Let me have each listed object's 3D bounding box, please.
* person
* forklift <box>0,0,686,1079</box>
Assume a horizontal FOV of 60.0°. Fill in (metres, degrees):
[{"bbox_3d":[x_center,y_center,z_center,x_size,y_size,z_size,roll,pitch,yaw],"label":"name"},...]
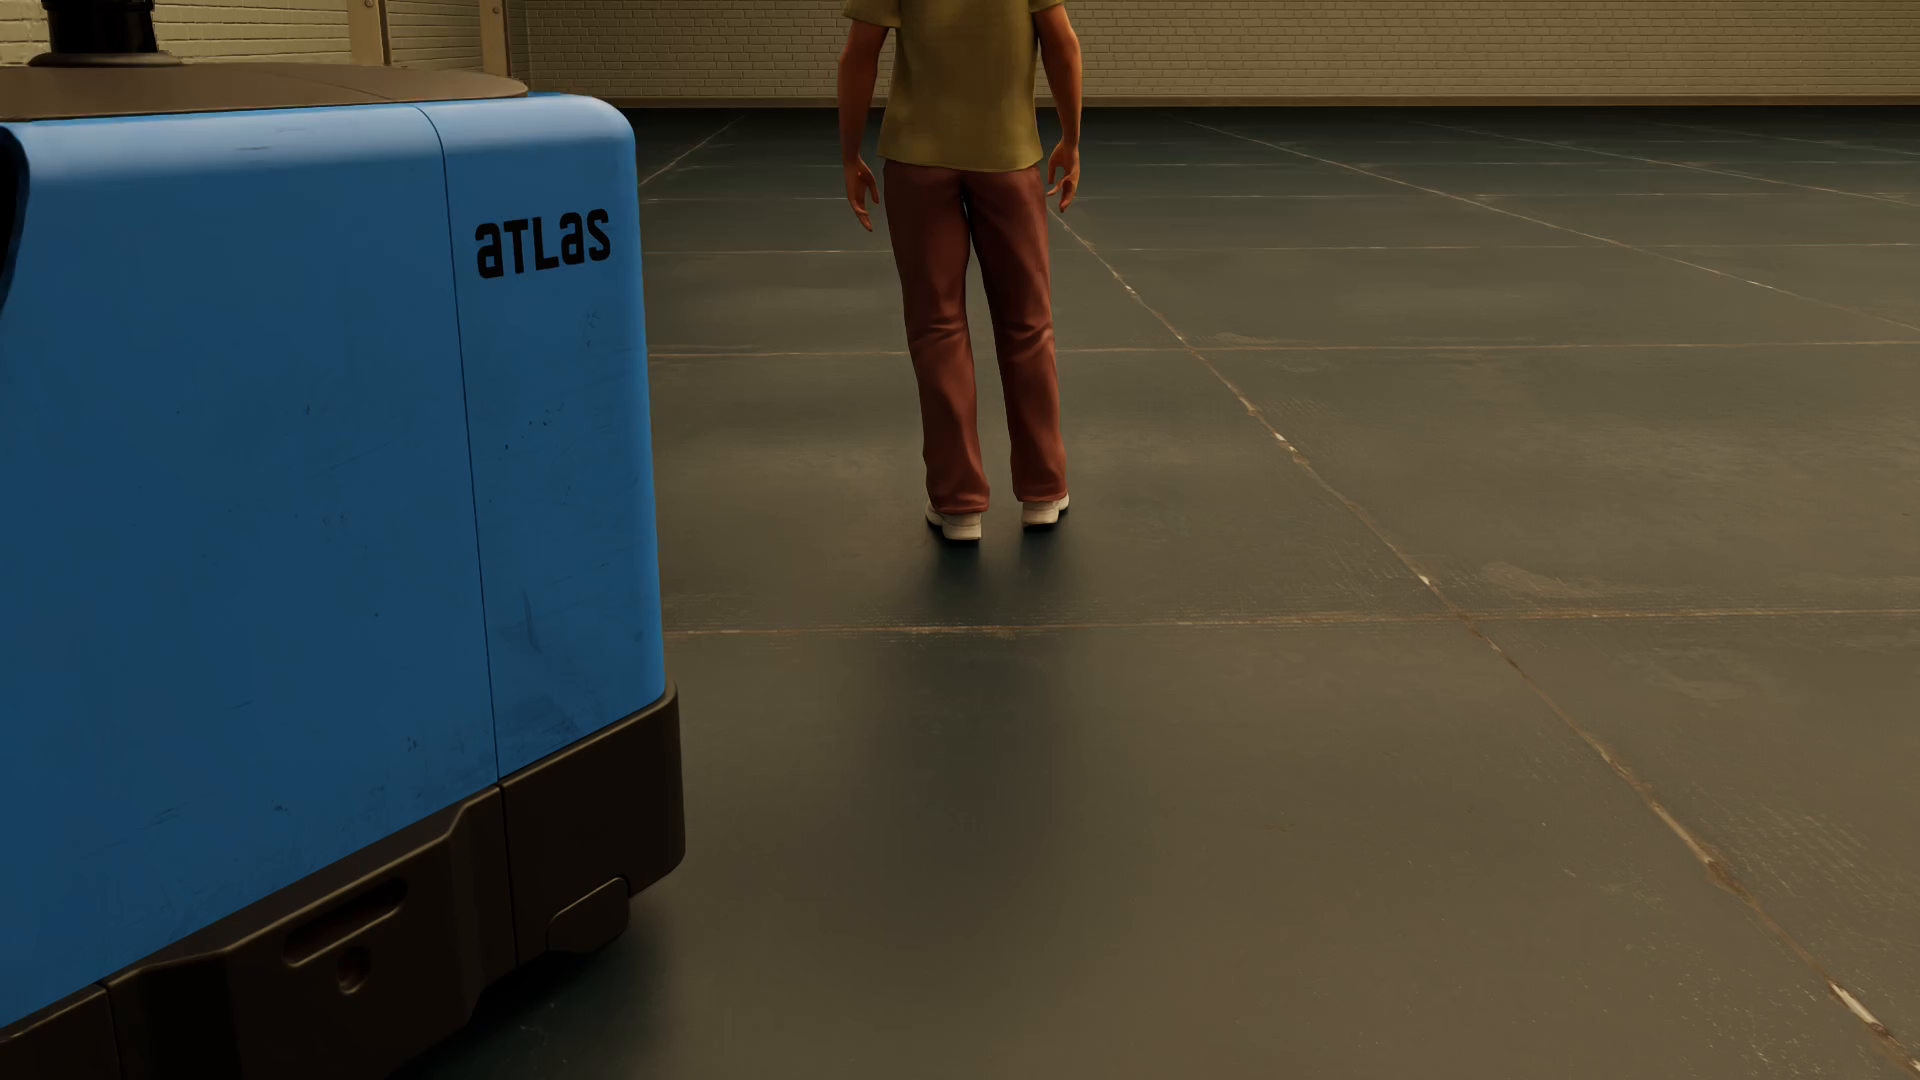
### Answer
[{"bbox_3d":[0.007,-0.830,3.742,0.554,1.673,0.548,-1,17,-3],"label":"person"},{"bbox_3d":[-1.563,-0.612,0.909,1.130,2.935,3.031,10,20,29],"label":"forklift"}]
